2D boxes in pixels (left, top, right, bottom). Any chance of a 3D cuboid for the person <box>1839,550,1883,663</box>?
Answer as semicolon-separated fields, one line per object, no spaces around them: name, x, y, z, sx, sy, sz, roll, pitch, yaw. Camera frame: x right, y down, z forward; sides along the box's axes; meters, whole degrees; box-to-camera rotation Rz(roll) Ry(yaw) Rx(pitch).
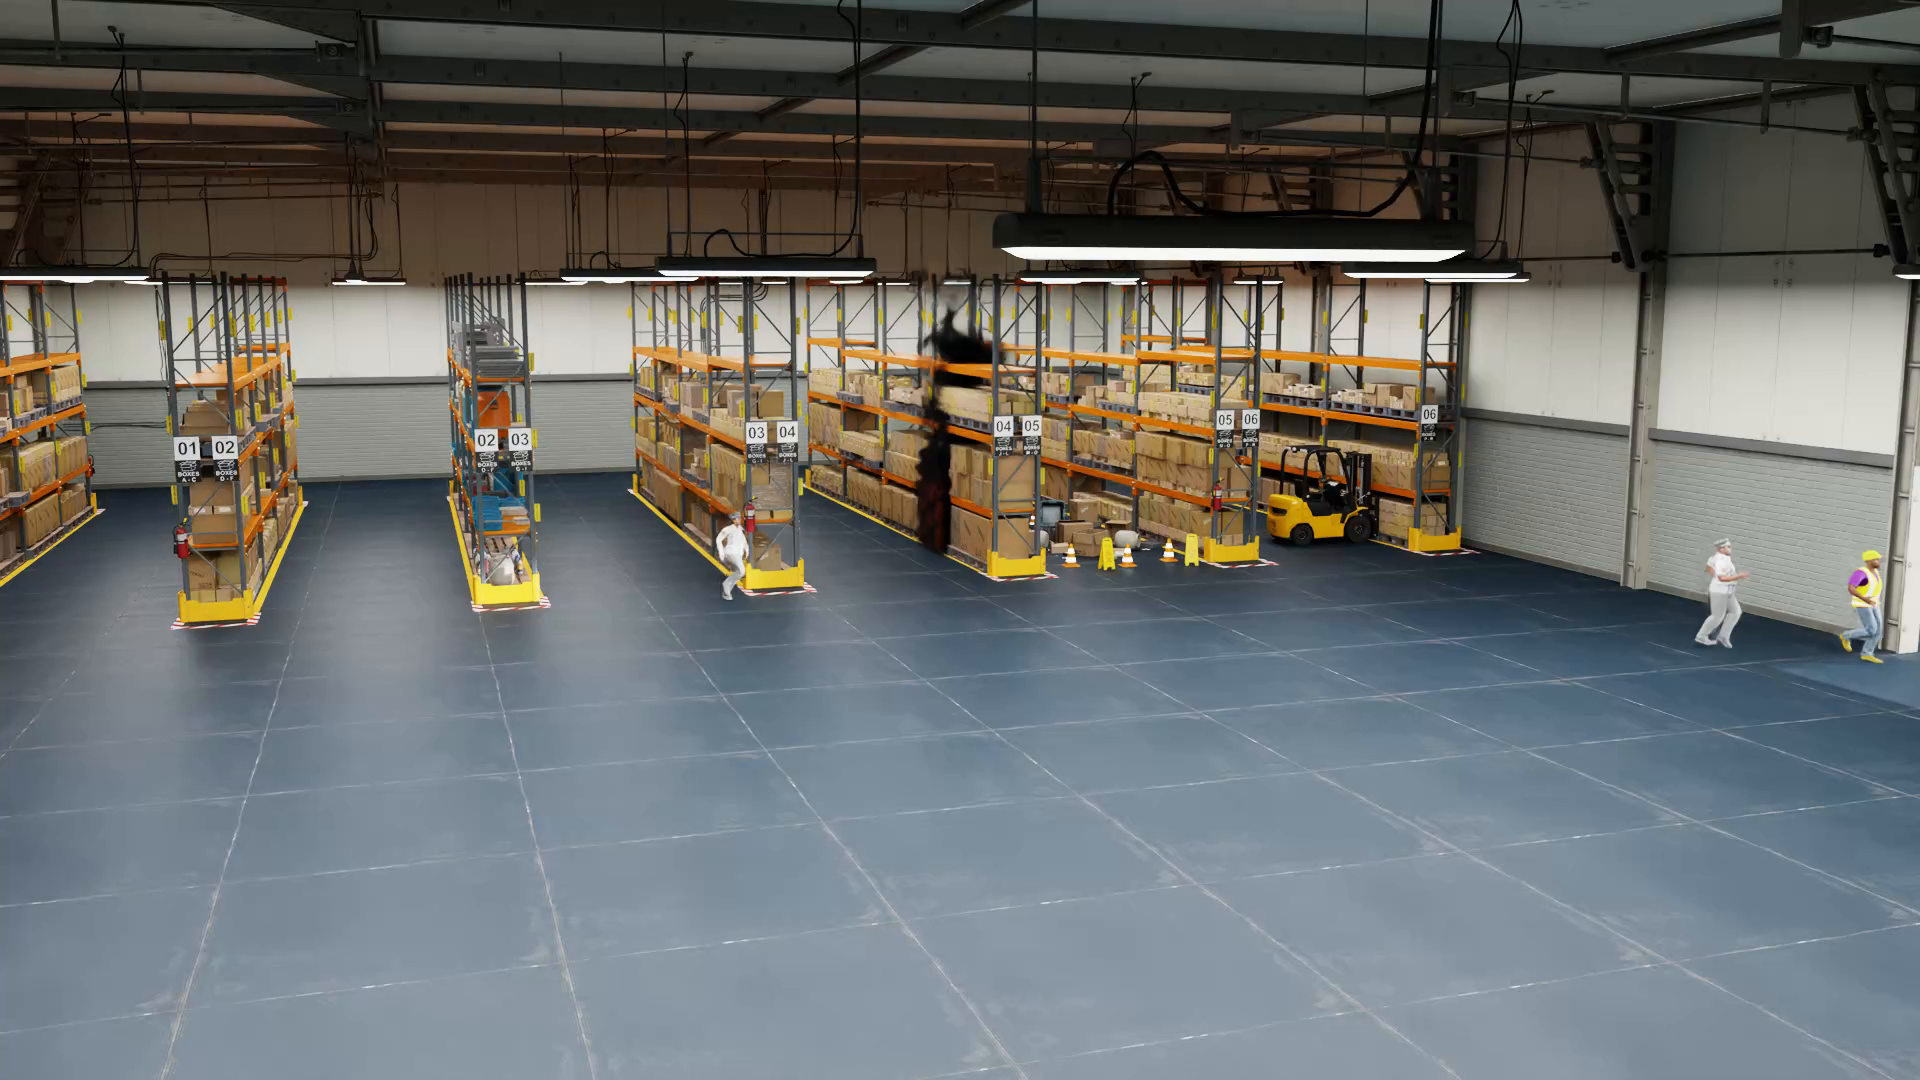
person;13.994;1.013;25.725;0.738;1.735;0.643;-6;10;-33

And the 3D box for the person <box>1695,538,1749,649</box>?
person;12.194;0.868;26.562;0.726;1.840;0.640;5;10;31

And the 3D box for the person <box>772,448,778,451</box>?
person;-5.226;-2.055;46.857;0.528;1.475;0.894;-1;9;-6

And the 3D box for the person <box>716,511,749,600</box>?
person;-4.129;0.276;30.844;0.547;1.623;0.627;6;10;35
